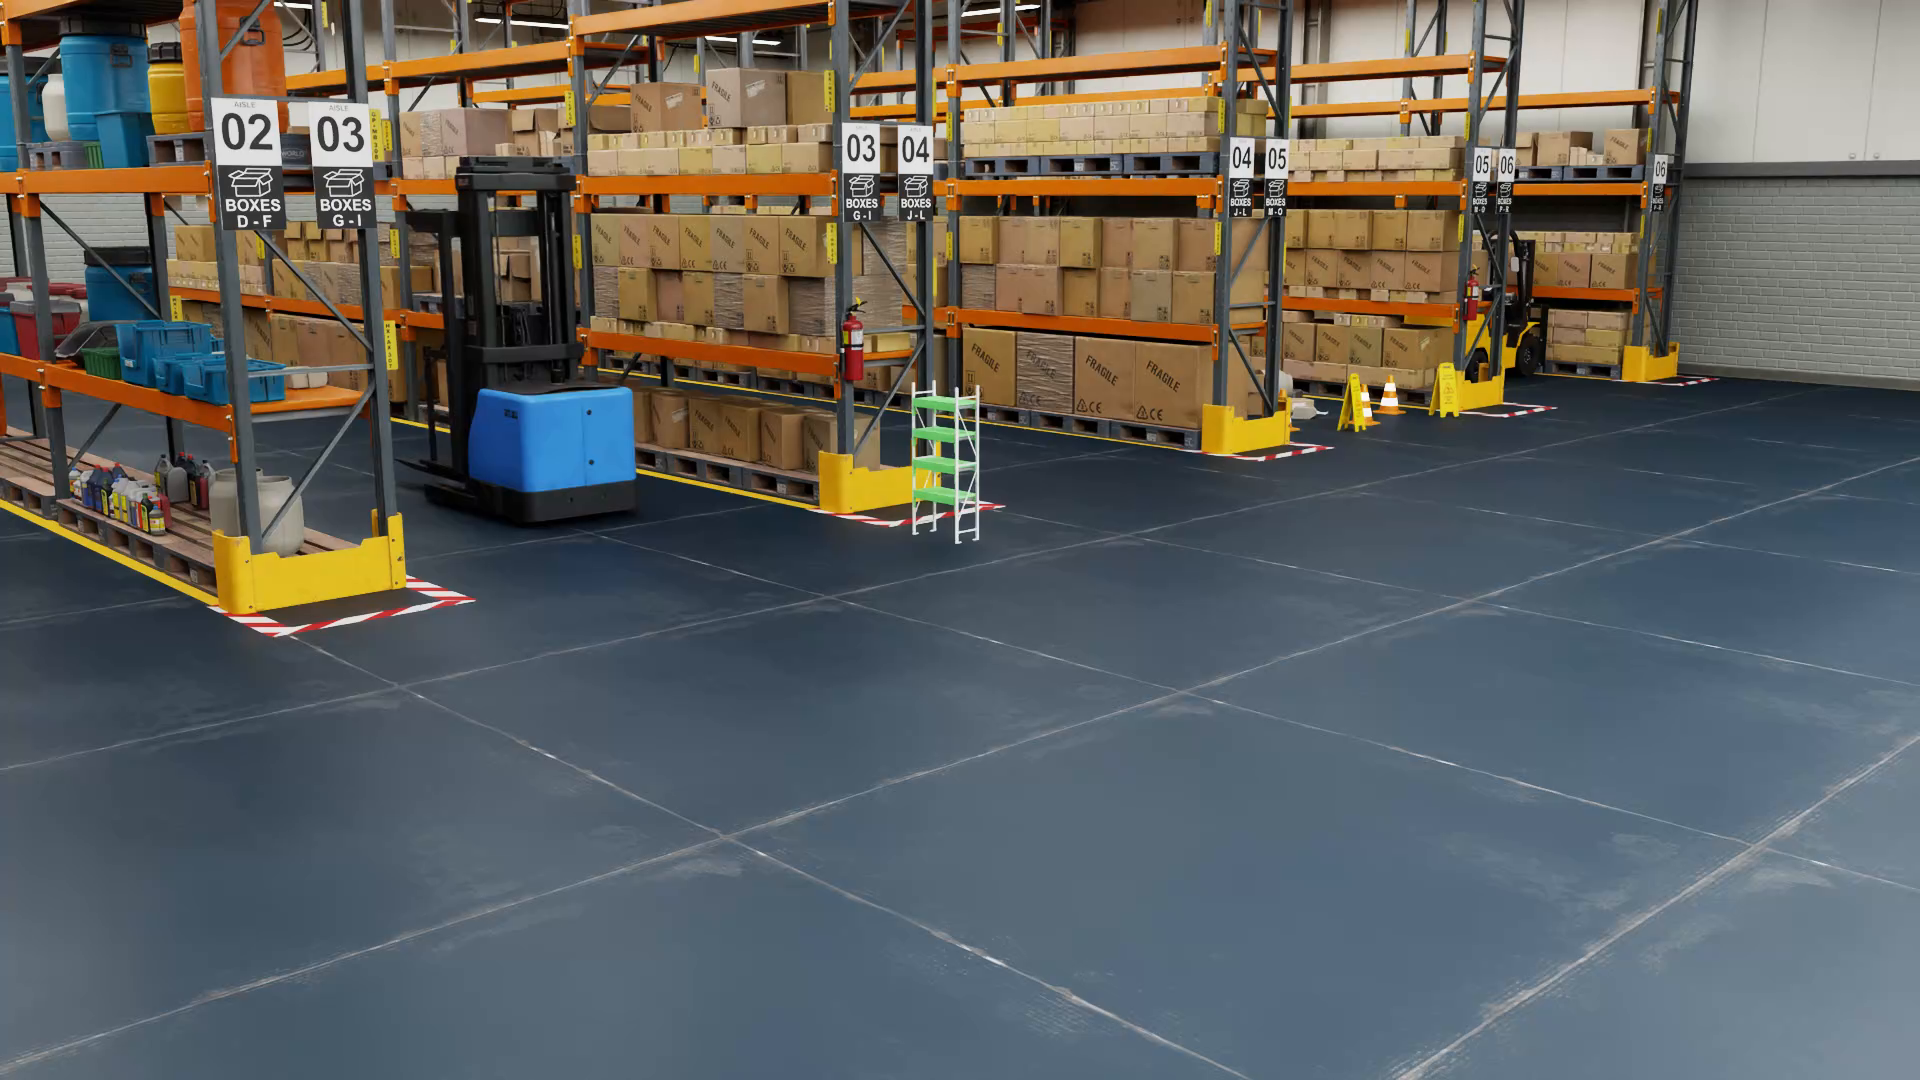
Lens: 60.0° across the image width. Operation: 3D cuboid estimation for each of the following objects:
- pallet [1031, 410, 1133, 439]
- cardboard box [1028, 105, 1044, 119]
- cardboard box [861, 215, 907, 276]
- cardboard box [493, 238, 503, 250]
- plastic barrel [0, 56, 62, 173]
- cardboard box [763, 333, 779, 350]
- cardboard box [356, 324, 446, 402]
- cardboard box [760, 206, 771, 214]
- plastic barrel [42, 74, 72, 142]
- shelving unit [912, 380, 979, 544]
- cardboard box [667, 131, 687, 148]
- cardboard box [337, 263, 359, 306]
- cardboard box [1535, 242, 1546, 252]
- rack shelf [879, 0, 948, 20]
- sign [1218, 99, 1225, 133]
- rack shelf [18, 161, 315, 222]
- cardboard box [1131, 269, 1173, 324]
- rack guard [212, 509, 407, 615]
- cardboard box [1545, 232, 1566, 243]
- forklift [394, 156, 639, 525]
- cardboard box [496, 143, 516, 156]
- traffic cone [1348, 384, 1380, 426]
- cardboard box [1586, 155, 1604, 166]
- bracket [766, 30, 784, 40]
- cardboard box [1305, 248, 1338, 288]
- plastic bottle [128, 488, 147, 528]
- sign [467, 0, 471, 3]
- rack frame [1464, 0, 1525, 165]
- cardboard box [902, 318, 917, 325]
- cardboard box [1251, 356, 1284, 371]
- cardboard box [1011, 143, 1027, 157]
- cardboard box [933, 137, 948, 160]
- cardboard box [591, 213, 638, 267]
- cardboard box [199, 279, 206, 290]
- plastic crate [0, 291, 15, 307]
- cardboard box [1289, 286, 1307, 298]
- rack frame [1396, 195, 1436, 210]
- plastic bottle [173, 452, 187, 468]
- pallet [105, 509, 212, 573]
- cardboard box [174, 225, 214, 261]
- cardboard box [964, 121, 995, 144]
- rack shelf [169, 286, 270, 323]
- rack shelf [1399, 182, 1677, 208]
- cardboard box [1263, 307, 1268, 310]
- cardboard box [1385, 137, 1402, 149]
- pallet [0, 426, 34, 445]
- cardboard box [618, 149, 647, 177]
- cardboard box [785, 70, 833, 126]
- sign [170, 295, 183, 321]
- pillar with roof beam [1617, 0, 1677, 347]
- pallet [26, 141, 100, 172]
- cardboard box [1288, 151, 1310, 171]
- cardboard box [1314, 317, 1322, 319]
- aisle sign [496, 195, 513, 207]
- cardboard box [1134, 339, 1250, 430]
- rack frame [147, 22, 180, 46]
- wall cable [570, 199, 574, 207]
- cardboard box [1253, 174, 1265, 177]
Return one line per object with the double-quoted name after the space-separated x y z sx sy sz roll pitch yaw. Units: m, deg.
1.578 -1.374 19.059 1.003 0.211 1.213 -11 16 -43 "pallet"
0.974 -4.782 18.615 0.380 0.149 0.250 -11 16 -42 "cardboard box"
-0.815 -2.582 14.550 0.500 0.500 0.500 -11 16 -43 "cardboard box"
-7.526 -4.807 27.827 0.500 0.500 0.500 -11 16 -42 "cardboard box"
-7.485 -3.432 13.461 0.600 0.901 0.708 -11 16 -43 "plastic barrel"
-1.522 -1.774 14.712 0.380 0.149 0.250 -11 16 -43 "cardboard box"
-6.618 -2.216 20.459 0.875 0.875 1.225 11 16 43 "cardboard box"
-3.428 -6.030 30.412 0.250 0.149 0.380 11 16 44 "cardboard box"
-6.821 -3.313 12.806 0.421 0.512 0.421 0 12 0 "plastic barrel"
-0.114 -0.612 12.908 0.258 1.200 0.503 -11 16 -43 "shelving unit"
-2.465 -3.679 15.286 0.380 0.149 0.250 -11 16 -44 "cardboard box"
-7.378 -3.183 20.679 0.500 0.500 0.500 11 16 43 "cardboard box"
8.777 -4.415 25.053 0.380 0.149 0.250 -11 16 -42 "cardboard box"
-0.370 -8.834 27.035 1.077 0.370 4.000 -11 16 -43 "rack shelf"
2.623 -4.247 16.659 0.100 0.325 0.005 -11 16 -43 "sign"
-5.595 -2.498 11.954 1.077 0.370 4.000 -11 16 -43 "rack shelf"
2.341 -2.655 17.992 0.875 0.550 0.550 -11 16 -43 "cardboard box"
-4.301 0.130 11.041 1.175 0.500 0.348 -11 16 -43 "rack guard"
8.952 -4.524 24.842 0.380 0.149 0.250 -10 16 -41 "cardboard box"
-4.030 -1.797 14.370 1.130 2.935 3.031 -10 15 -40 "forklift"
-4.761 -4.184 17.890 0.250 0.166 0.380 11 16 44 "cardboard box"
4.738 -1.597 19.516 0.336 0.463 0.334 -11 16 -43 "traffic cone"
9.331 -5.532 24.232 0.250 0.149 0.380 11 16 44 "cardboard box"
-4.316 -11.766 38.798 0.235 0.232 0.430 -11 16 -43 "bracket"
4.940 -3.620 22.064 0.500 0.500 0.500 -11 16 -42 "cardboard box"
-6.050 -0.239 12.297 0.135 0.276 0.152 11 16 44 "plastic bottle"
-5.771 -6.459 19.450 0.100 0.325 0.005 -11 16 -43 "sign"
6.536 -6.099 20.215 1.000 3.000 0.127 -11 16 -43 "rack frame"
-0.636 -3.867 28.473 0.875 0.875 0.875 -10 15 -41 "cardboard box"
4.362 -2.404 22.917 0.500 0.250 0.500 -10 15 -39 "cardboard box"
0.793 -4.430 18.879 0.380 0.149 0.250 -11 16 -43 "cardboard box"
-0.341 -4.771 20.286 0.500 0.250 0.500 -11 16 -42 "cardboard box"
-3.267 -2.947 16.319 0.500 0.500 0.500 -11 16 -43 "cardboard box"
-10.785 -3.707 24.092 0.380 0.149 0.250 -11 16 -43 "cardboard box"
-8.844 -2.010 15.076 0.402 0.464 0.583 -11 16 -43 "plastic crate"
4.635 -3.343 22.326 0.380 0.149 0.250 -11 16 -42 "cardboard box"
7.361 -4.437 27.013 1.000 3.000 0.127 -11 16 -43 "rack frame"
-6.323 -0.538 13.562 0.185 0.351 0.144 11 16 44 "plastic bottle"
-5.696 -0.026 12.513 1.003 0.211 1.213 -11 16 -43 "pallet"
-11.200 -4.374 24.484 0.500 0.500 0.500 11 16 44 "cardboard box"
0.398 -4.726 19.328 0.500 0.250 0.500 -11 16 -42 "cardboard box"
-10.300 -3.471 24.107 1.077 0.370 4.000 -11 16 -43 "rack shelf"
8.742 -5.262 25.367 1.077 0.370 4.000 -11 16 -43 "rack shelf"
5.476 -3.876 29.135 0.875 0.625 0.625 -10 15 -41 "cardboard box"
5.611 -5.028 21.094 0.380 0.149 0.250 -11 16 -42 "cardboard box"
-10.313 -1.001 17.246 1.003 0.211 1.213 -11 16 -43 "pallet"
-2.900 -3.581 15.800 0.500 0.250 0.500 -11 16 -43 "cardboard box"
-1.462 -3.943 14.958 0.500 0.500 0.500 -11 16 -43 "cardboard box"
-6.571 -1.884 13.937 0.100 0.325 0.005 -11 16 -43 "sign"
7.180 -6.419 21.766 9.100 9.000 0.400 -11 16 -43 "pillar with roof beam"
-6.407 -2.958 12.872 1.213 0.211 1.003 -11 16 -43 "pallet"
4.579 -5.035 22.116 0.500 0.250 0.500 -11 16 -42 "cardboard box"
4.728 -2.848 23.216 0.500 0.500 0.500 -11 16 -42 "cardboard box"
-7.857 -6.117 28.727 0.394 0.787 0.004 -11 16 -43 "aisle sign"
2.509 -1.711 18.008 0.875 0.875 0.875 -11 16 -42 "cardboard box"
-11.681 -7.053 24.846 1.000 3.000 0.127 -11 16 -43 "rack frame"
-8.425 -6.829 36.027 0.585 1.953 0.123 -11 16 -43 "wall cable"
4.203 -4.944 22.665 0.380 0.149 0.250 -11 16 -43 "cardboard box"
